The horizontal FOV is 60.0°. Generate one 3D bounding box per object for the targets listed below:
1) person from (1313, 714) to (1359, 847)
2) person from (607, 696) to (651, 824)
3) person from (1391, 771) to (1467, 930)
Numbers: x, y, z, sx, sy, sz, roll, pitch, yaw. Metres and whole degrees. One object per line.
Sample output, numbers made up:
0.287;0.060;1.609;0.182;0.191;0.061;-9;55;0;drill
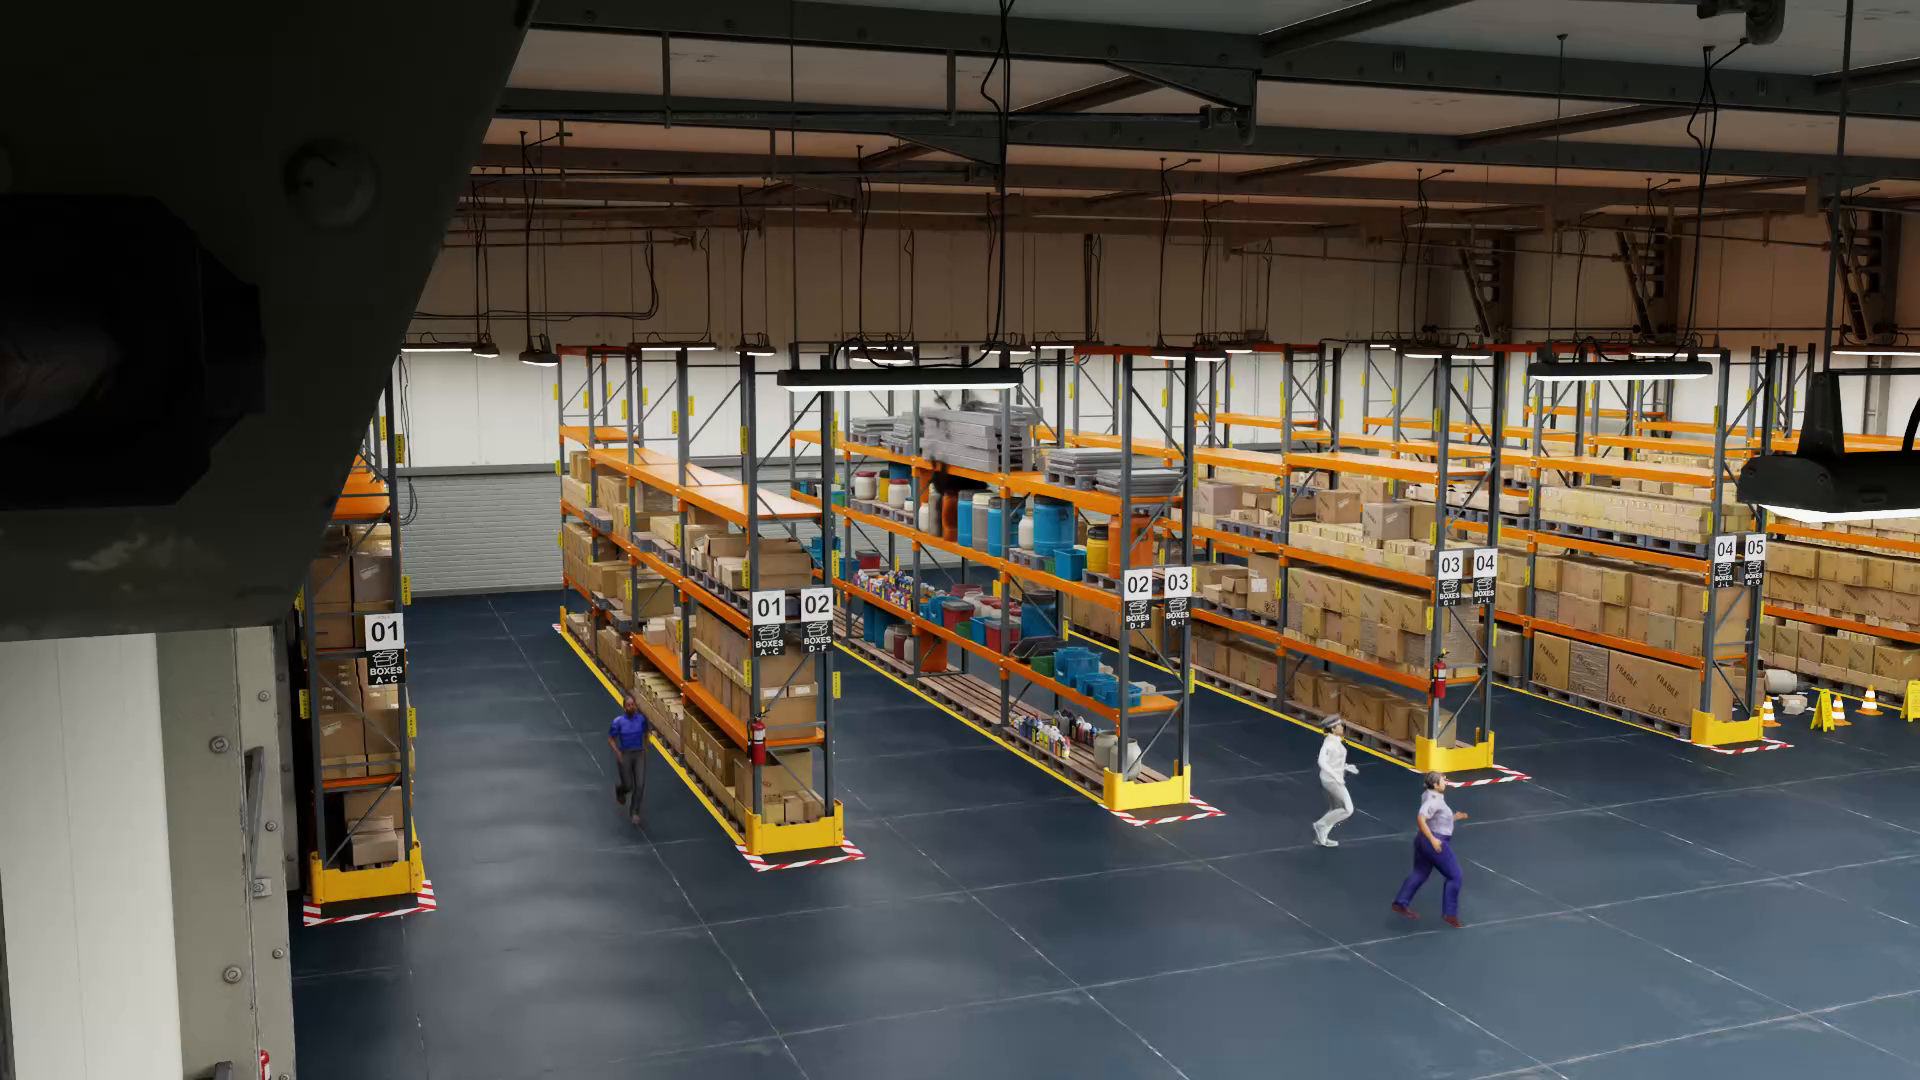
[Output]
4.599;2.939;20.320;0.529;1.639;0.592;2;7;13;person
-4.266;2.813;21.537;0.578;1.625;0.669;-4;8;-27;person
4.999;3.288;17.649;0.764;1.711;0.579;-1;7;-4;person
